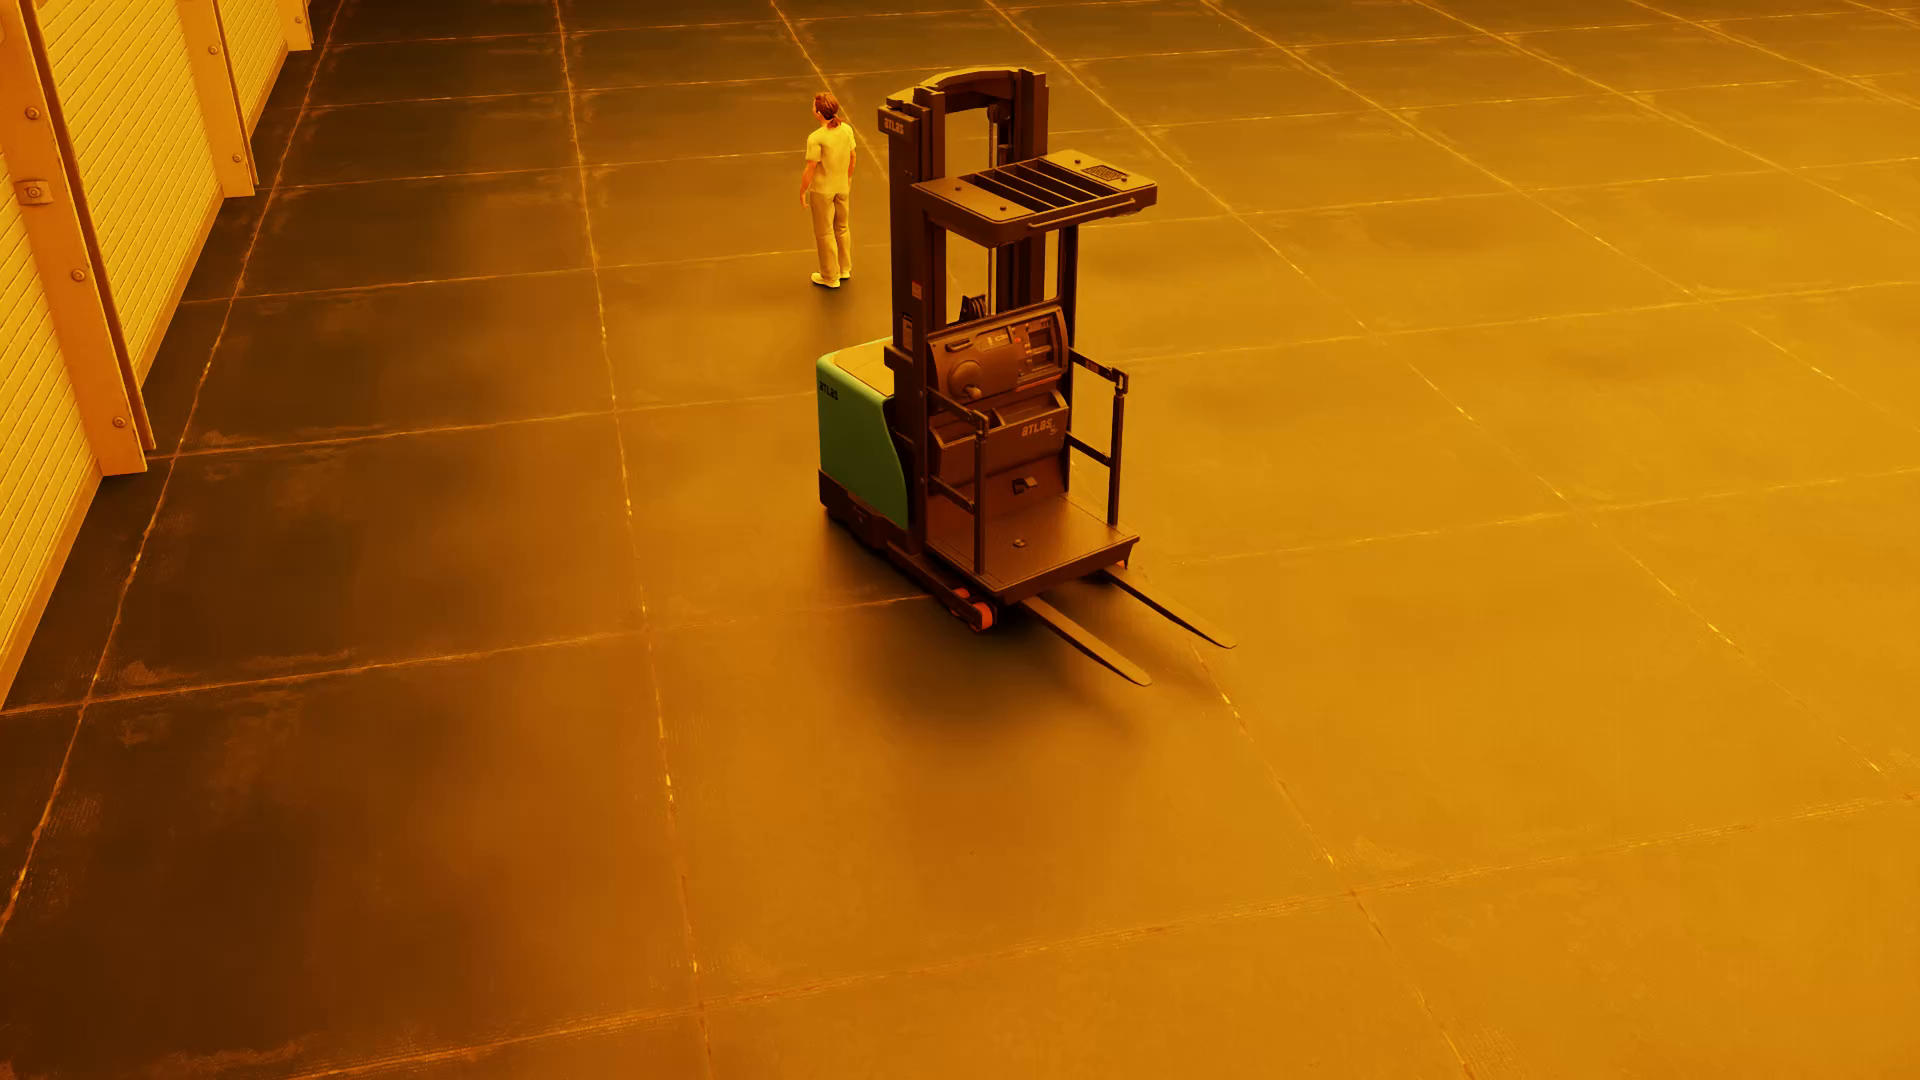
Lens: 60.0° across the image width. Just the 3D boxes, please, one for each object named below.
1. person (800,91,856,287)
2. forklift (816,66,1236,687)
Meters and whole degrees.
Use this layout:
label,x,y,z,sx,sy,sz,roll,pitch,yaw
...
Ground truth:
label,x,y,z,sx,sy,sz,roll,pitch,yaw
person,-1.132,-2.931,13.886,0.549,1.665,0.533,-23,37,-34
forklift,0.355,-1.021,9.338,1.130,2.935,3.031,-20,35,-30
